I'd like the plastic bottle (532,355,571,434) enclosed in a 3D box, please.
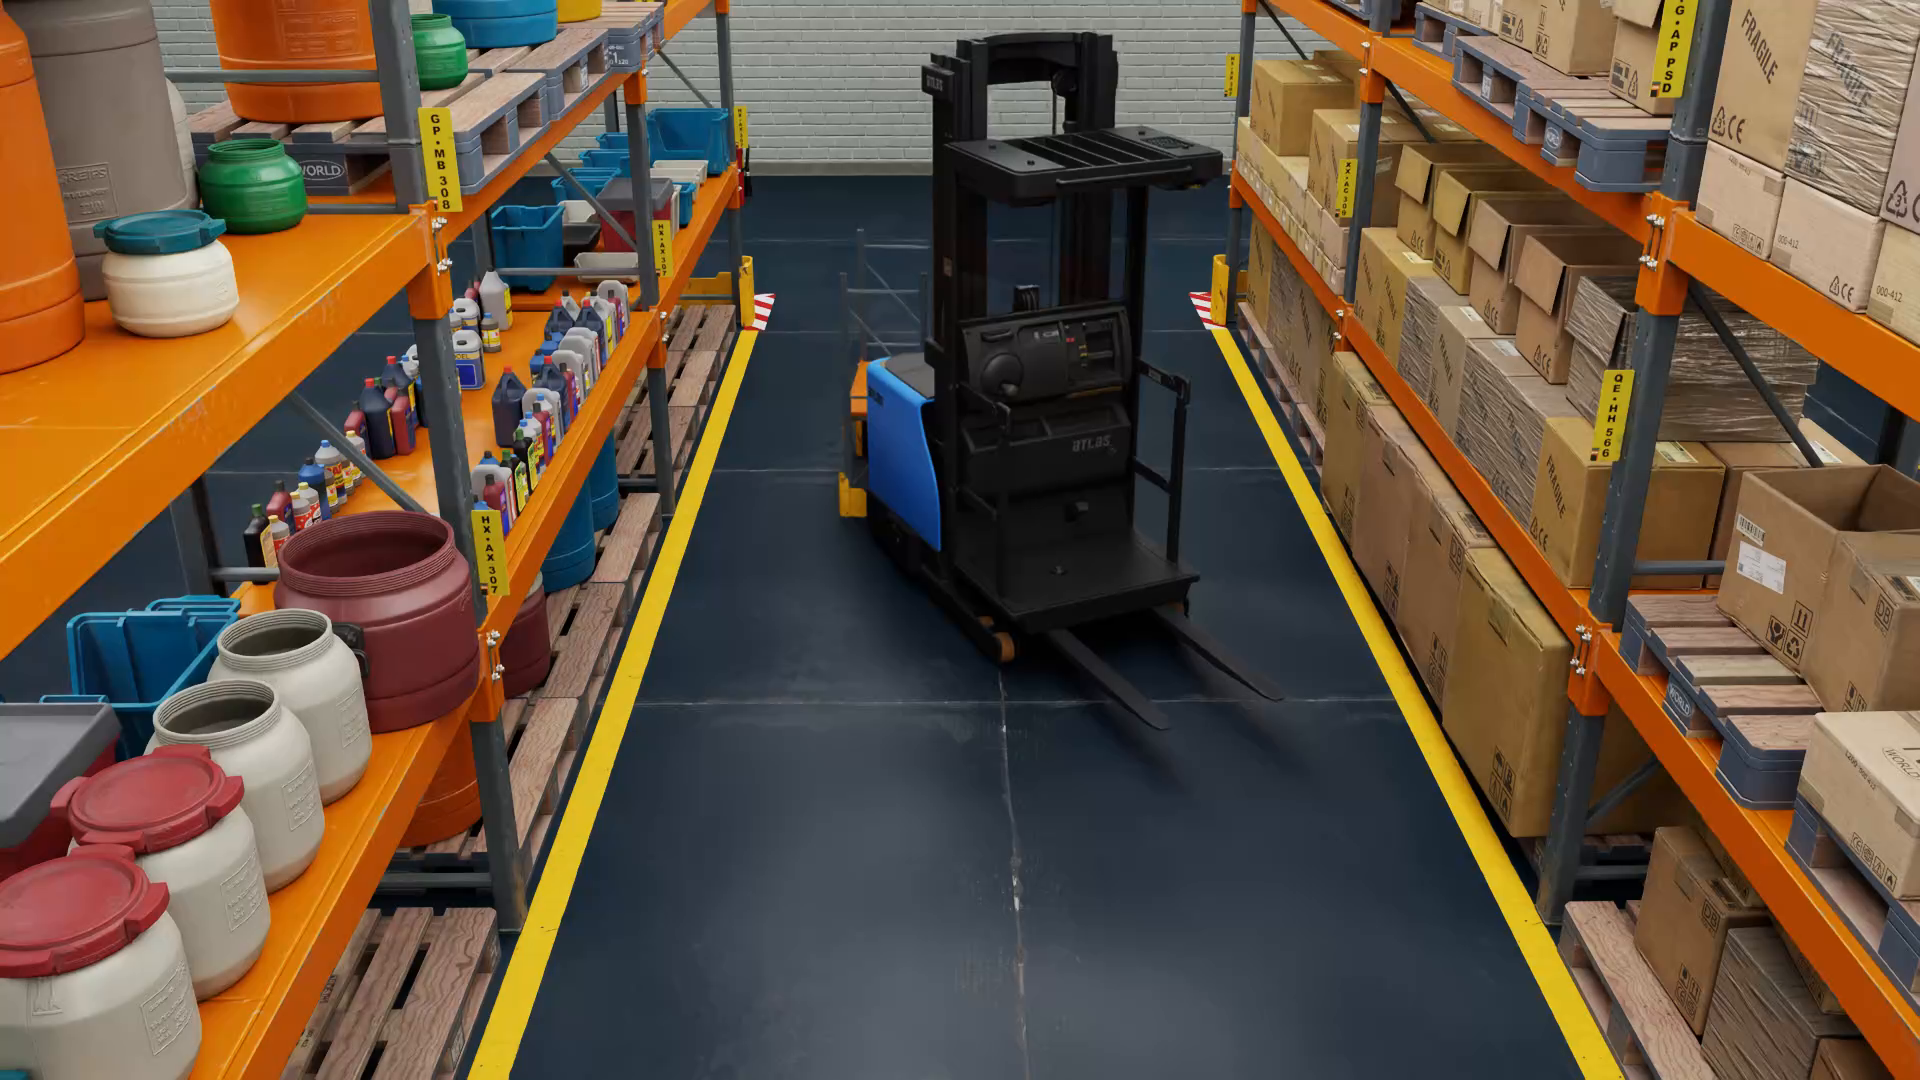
[{"bbox_3d":[-1.884,-0.668,7.647,0.144,0.351,0.185,0,24,-1],"label":"plastic bottle"}]

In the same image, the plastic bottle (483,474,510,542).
[{"bbox_3d":[-1.829,-0.136,6.552,0.061,0.283,0.133,0,24,-1],"label":"plastic bottle"}]

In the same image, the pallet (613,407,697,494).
[{"bbox_3d":[-2.280,-0.554,10.719,1.003,0.211,1.213,0,24,-1],"label":"pallet"}]

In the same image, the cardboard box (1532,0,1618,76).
[{"bbox_3d":[2.587,-2.106,6.495,0.500,0.500,0.500,1,24,2],"label":"cardboard box"}]

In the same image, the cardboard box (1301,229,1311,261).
[{"bbox_3d":[2.380,-1.872,10.553,0.380,0.149,0.250,0,24,0],"label":"cardboard box"}]

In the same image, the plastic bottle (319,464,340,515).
[{"bbox_3d":[-2.609,-0.211,6.817,0.097,0.201,0.097,0,24,0],"label":"plastic bottle"}]

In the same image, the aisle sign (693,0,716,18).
[{"bbox_3d":[-1.984,-4.385,12.652,0.394,0.787,0.004,0,24,-1],"label":"aisle sign"}]

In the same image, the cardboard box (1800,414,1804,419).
[{"bbox_3d":[3.022,-0.355,6.774,0.500,0.500,0.500,-1,24,-2],"label":"cardboard box"}]

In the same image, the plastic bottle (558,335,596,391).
[{"bbox_3d":[-1.894,-0.890,8.229,0.152,0.276,0.135,0,24,-1],"label":"plastic bottle"}]

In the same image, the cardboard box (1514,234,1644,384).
[{"bbox_3d":[2.767,-0.968,6.912,0.797,0.503,0.637,0,24,1],"label":"cardboard box"}]

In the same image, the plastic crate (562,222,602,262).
[{"bbox_3d":[-2.514,-1.884,10.536,0.437,0.125,0.590,0,24,-1],"label":"plastic crate"}]

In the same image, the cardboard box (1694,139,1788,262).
[{"bbox_3d":[2.514,-0.999,4.862,0.500,0.250,0.500,0,24,0],"label":"cardboard box"}]

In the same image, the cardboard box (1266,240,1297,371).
[{"bbox_3d":[2.773,-1.777,12.108,0.875,0.875,0.875,0,24,-1],"label":"cardboard box"}]

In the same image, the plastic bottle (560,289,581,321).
[{"bbox_3d":[-2.040,-1.121,8.649,0.144,0.351,0.185,0,24,-1],"label":"plastic bottle"}]

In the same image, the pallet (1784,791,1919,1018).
[{"bbox_3d":[2.826,1.007,4.116,1.003,0.211,1.213,0,24,-1],"label":"pallet"}]

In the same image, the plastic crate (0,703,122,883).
[{"bbox_3d":[-2.478,0.765,4.342,0.402,0.464,0.583,0,24,-1],"label":"plastic crate"}]

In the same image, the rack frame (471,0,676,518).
[{"bbox_3d":[-2.233,-1.522,9.475,1.000,3.000,0.127,0,24,-1],"label":"rack frame"}]

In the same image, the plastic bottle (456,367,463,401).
[{"bbox_3d":[-2.472,-0.770,8.053,0.097,0.201,0.097,0,24,0],"label":"plastic bottle"}]

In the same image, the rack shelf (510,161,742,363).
[{"bbox_3d":[-2.255,-2.018,11.445,1.077,0.370,4.000,0,24,-1],"label":"rack shelf"}]

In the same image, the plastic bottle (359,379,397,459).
[{"bbox_3d":[-2.593,-0.553,7.392,0.144,0.351,0.185,0,24,-1],"label":"plastic bottle"}]

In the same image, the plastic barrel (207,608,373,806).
[{"bbox_3d":[-1.964,0.498,4.872,0.421,0.512,0.421,0,24,0],"label":"plastic barrel"}]

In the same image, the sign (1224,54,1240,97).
[{"bbox_3d":[2.121,-3.623,12.973,0.100,0.325,0.005,0,24,-1],"label":"sign"}]

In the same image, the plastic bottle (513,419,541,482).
[{"bbox_3d":[-1.854,-0.383,7.114,0.097,0.271,0.097,0,24,0],"label":"plastic bottle"}]

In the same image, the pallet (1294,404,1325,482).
[{"bbox_3d":[2.790,-0.587,10.792,1.003,0.211,1.213,0,24,-1],"label":"pallet"}]

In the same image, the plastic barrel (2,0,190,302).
[{"bbox_3d":[-2.397,-1.129,4.358,0.600,0.901,0.600,0,24,0],"label":"plastic barrel"}]

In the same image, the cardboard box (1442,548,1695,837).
[{"bbox_3d":[2.777,0.597,6.860,1.225,0.875,0.875,-1,24,-3],"label":"cardboard box"}]

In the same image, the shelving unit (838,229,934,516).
[{"bbox_3d":[-0.414,-1.046,10.242,0.587,1.500,1.083,1,24,2],"label":"shelving unit"}]

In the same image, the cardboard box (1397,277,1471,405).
[{"bbox_3d":[2.486,-0.986,8.168,0.500,0.500,0.500,-1,24,-2],"label":"cardboard box"}]

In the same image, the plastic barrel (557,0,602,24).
[{"bbox_3d":[-2.020,-2.790,7.902,0.600,0.588,0.600,0,24,0],"label":"plastic barrel"}]

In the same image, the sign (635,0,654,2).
[{"bbox_3d":[-1.683,-2.894,8.858,0.100,0.325,0.005,0,24,-1],"label":"sign"}]

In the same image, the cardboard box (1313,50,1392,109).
[{"bbox_3d":[2.944,-3.402,12.542,0.500,0.500,0.500,0,24,0],"label":"cardboard box"}]

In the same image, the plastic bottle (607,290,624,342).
[{"bbox_3d":[-1.857,-1.213,8.933,0.061,0.283,0.133,0,24,-1],"label":"plastic bottle"}]

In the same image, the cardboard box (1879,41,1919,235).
[{"bbox_3d":[2.526,-0.925,3.787,0.500,0.500,0.500,-1,24,-2],"label":"cardboard box"}]

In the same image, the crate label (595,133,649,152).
[{"bbox_3d":[-2.603,-3.018,12.913,0.416,0.233,0.303,0,24,-1],"label":"crate label"}]

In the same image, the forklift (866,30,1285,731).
[{"bbox_3d":[0.540,-0.914,8.215,1.130,2.935,3.031,-11,27,-23],"label":"forklift"}]

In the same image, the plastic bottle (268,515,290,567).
[{"bbox_3d":[-2.603,0.005,6.341,0.097,0.201,0.097,0,24,0],"label":"plastic bottle"}]

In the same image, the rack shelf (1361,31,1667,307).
[{"bbox_3d":[2.742,-1.759,7.232,1.077,0.370,4.000,0,24,-1],"label":"rack shelf"}]

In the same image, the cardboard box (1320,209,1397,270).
[{"bbox_3d":[2.453,-1.792,9.893,0.500,0.250,0.500,-1,24,-2],"label":"cardboard box"}]

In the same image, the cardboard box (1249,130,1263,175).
[{"bbox_3d":[2.424,-2.846,12.224,0.500,0.250,0.500,-1,24,-1],"label":"cardboard box"}]

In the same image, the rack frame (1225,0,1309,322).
[{"bbox_3d":[2.676,-3.192,13.168,1.000,3.000,0.127,0,24,-1],"label":"rack frame"}]

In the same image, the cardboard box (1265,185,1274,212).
[{"bbox_3d":[2.366,-2.400,11.722,0.380,0.149,0.250,-1,24,-1],"label":"cardboard box"}]

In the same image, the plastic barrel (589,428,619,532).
[{"bbox_3d":[-2.244,-0.533,9.325,0.600,0.901,0.708,0,24,-1],"label":"plastic barrel"}]

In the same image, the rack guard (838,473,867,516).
[{"bbox_3d":[-0.437,-0.271,10.046,0.587,0.250,0.087,1,24,2],"label":"rack guard"}]

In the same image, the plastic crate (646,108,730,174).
[{"bbox_3d":[-2.086,-3.076,12.796,0.616,0.435,0.499,0,24,-1],"label":"plastic crate"}]

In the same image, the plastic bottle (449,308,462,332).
[{"bbox_3d":[-2.631,-1.072,8.636,0.097,0.271,0.097,0,24,0],"label":"plastic bottle"}]

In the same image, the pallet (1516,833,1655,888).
[{"bbox_3d":[2.830,1.050,7.173,1.003,0.211,1.213,0,24,-1],"label":"pallet"}]

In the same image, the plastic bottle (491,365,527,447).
[{"bbox_3d":[-2.034,-0.612,7.523,0.144,0.351,0.185,0,24,-1],"label":"plastic bottle"}]

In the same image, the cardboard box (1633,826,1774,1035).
[{"bbox_3d":[2.791,1.319,5.694,0.700,0.500,0.500,-2,24,-3],"label":"cardboard box"}]

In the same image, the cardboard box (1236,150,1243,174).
[{"bbox_3d":[2.350,-2.930,12.893,0.380,0.149,0.250,0,24,0],"label":"cardboard box"}]

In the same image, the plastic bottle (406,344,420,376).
[{"bbox_3d":[-2.596,-0.796,8.020,0.152,0.276,0.135,0,24,-1],"label":"plastic bottle"}]
